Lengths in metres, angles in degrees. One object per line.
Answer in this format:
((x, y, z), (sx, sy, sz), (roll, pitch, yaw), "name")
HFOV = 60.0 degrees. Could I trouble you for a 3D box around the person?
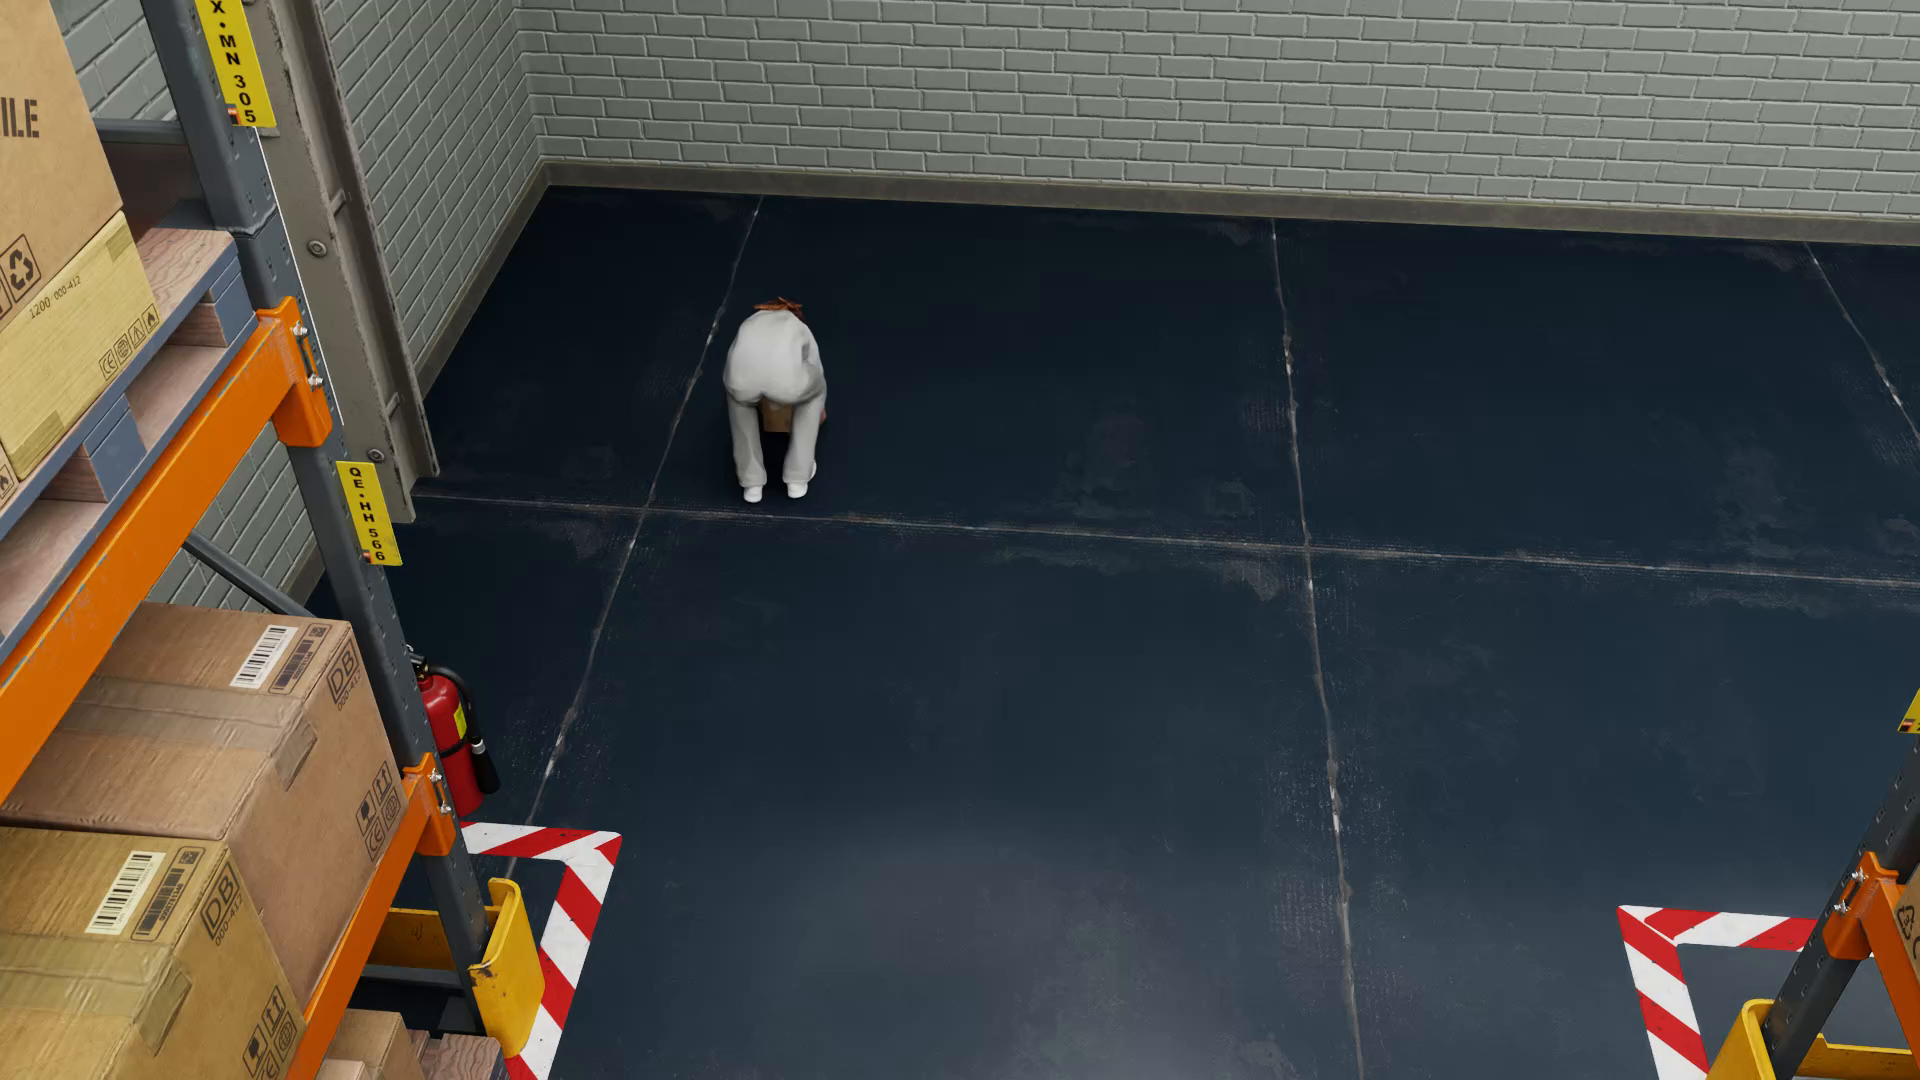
((-0.840, -0.693, 7.581), (0.462, 0.892, 0.847), (1, 40, 2), "person")
